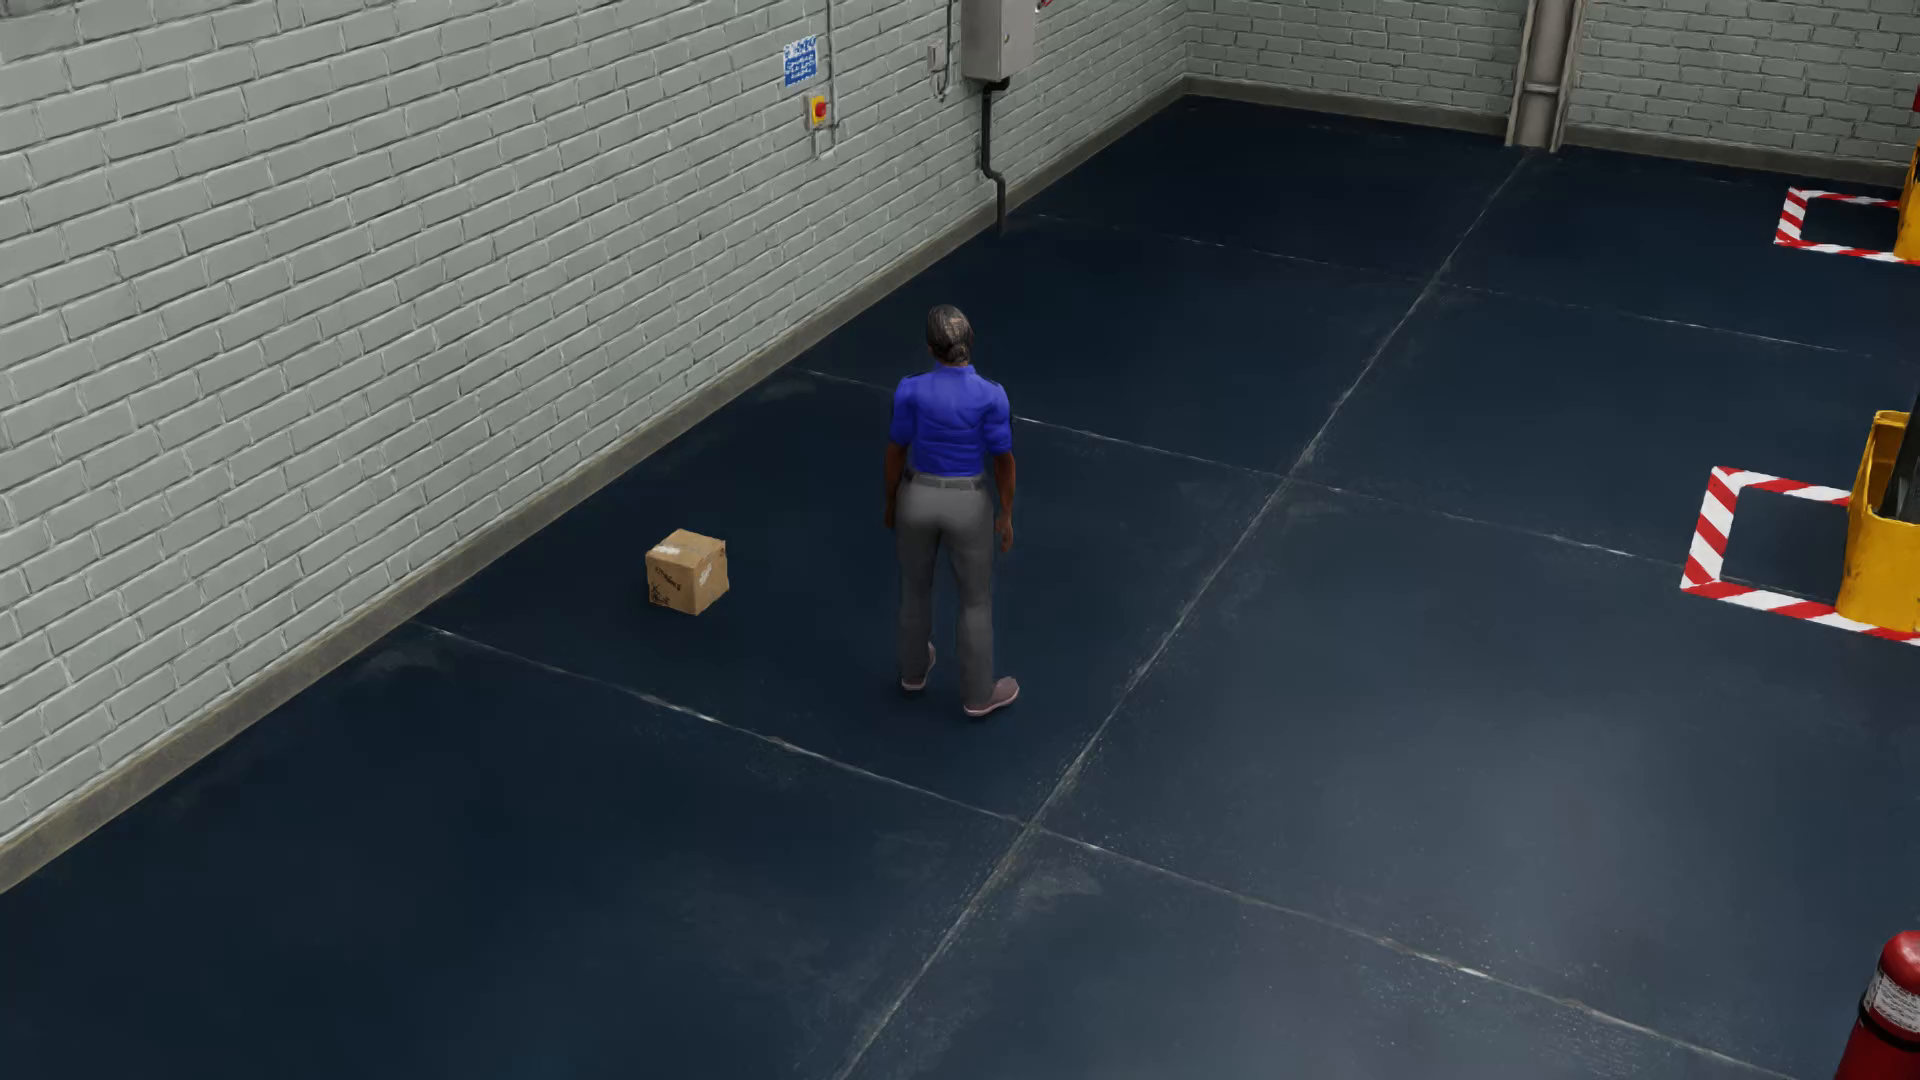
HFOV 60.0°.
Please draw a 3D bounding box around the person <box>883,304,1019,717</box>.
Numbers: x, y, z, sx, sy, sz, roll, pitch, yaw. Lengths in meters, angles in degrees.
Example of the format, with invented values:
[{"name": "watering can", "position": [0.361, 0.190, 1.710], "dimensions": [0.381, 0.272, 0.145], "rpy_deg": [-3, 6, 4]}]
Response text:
[{"name": "person", "position": [-0.029, -0.122, 6.294], "dimensions": [0.535, 1.666, 0.437], "rpy_deg": [3, 30, 6]}]
